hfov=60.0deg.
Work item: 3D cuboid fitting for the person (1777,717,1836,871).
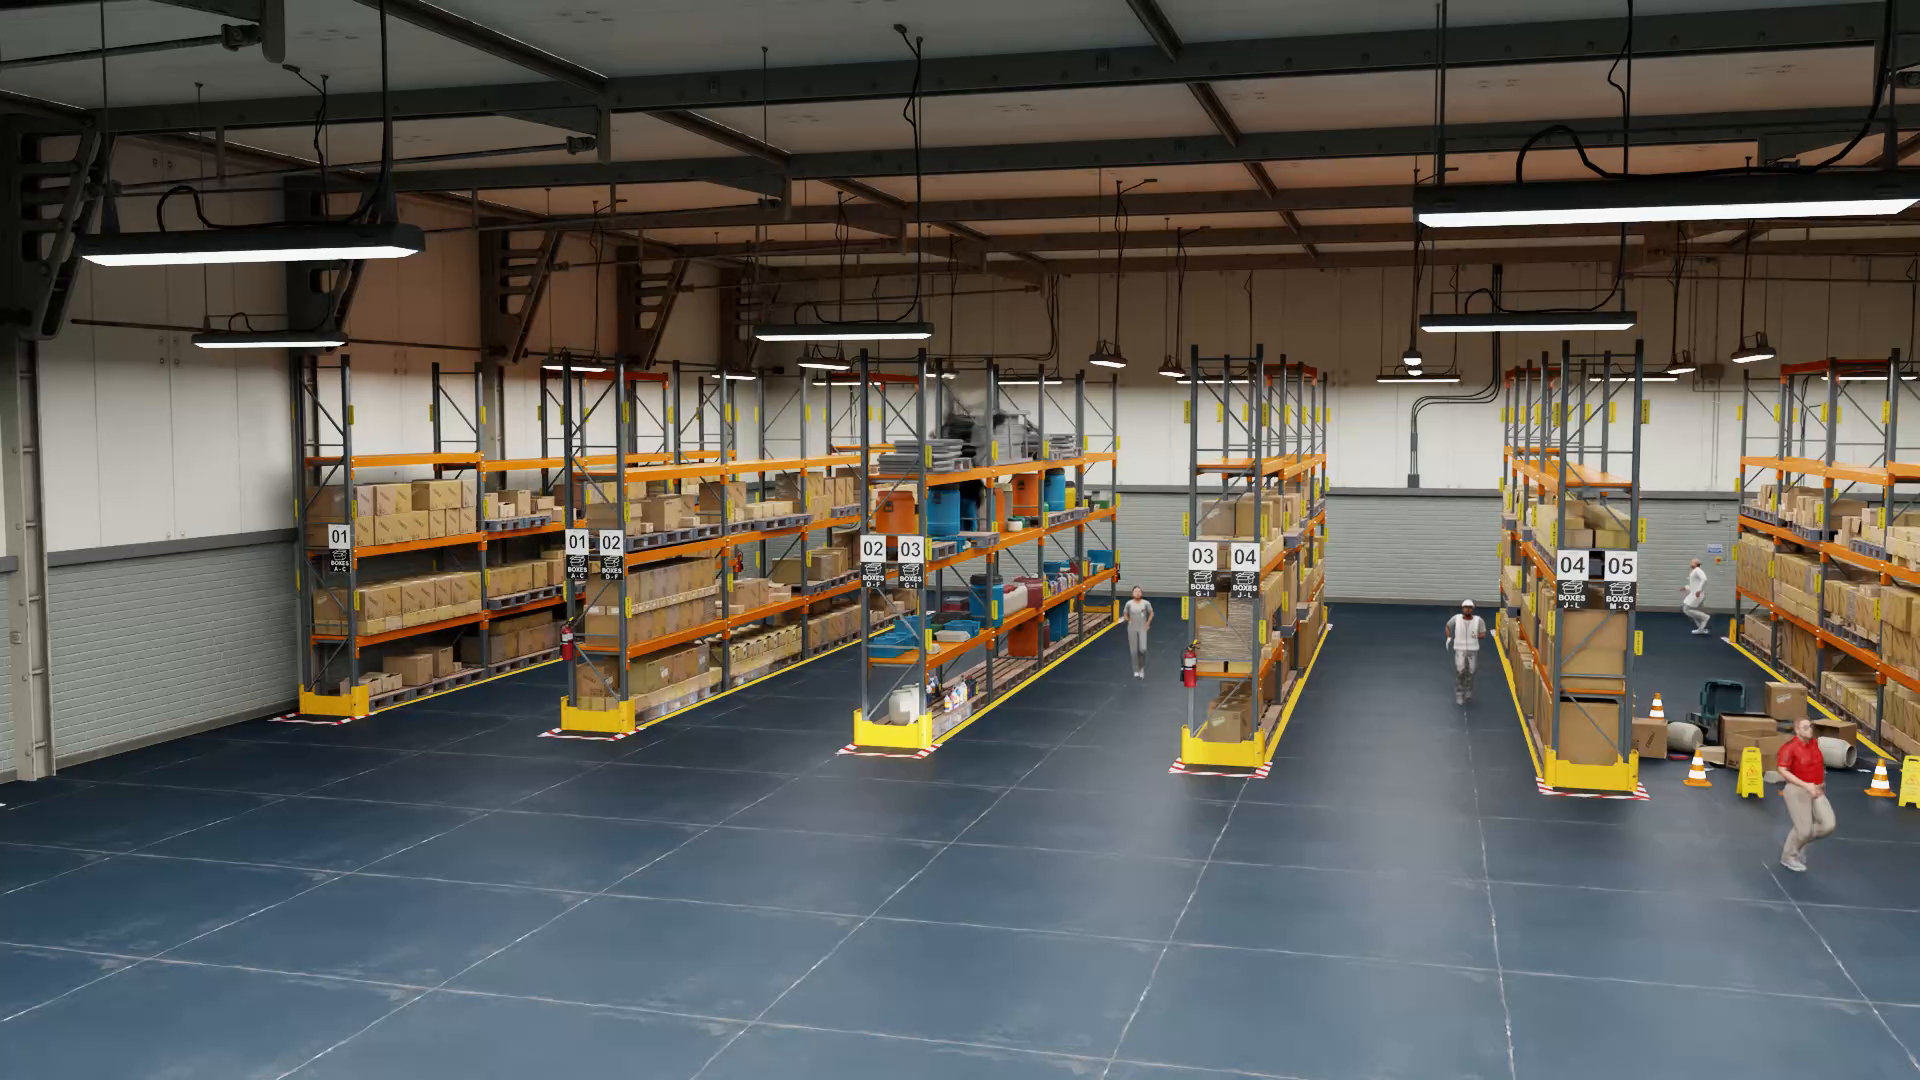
[{"bbox_3d":[9.312,2.794,18.265,0.674,1.688,0.530,-2,5,-25],"label":"person"}]

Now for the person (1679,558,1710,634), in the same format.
[{"bbox_3d":[16.815,1.307,38.081,0.689,1.697,0.738,2,5,25],"label":"person"}]

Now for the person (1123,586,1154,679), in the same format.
[{"bbox_3d":[3.199,1.660,29.847,0.544,1.680,0.605,0,4,6],"label":"person"}]

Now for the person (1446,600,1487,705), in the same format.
[{"bbox_3d":[8.794,1.949,28.896,0.659,1.832,0.758,1,4,10],"label":"person"}]
